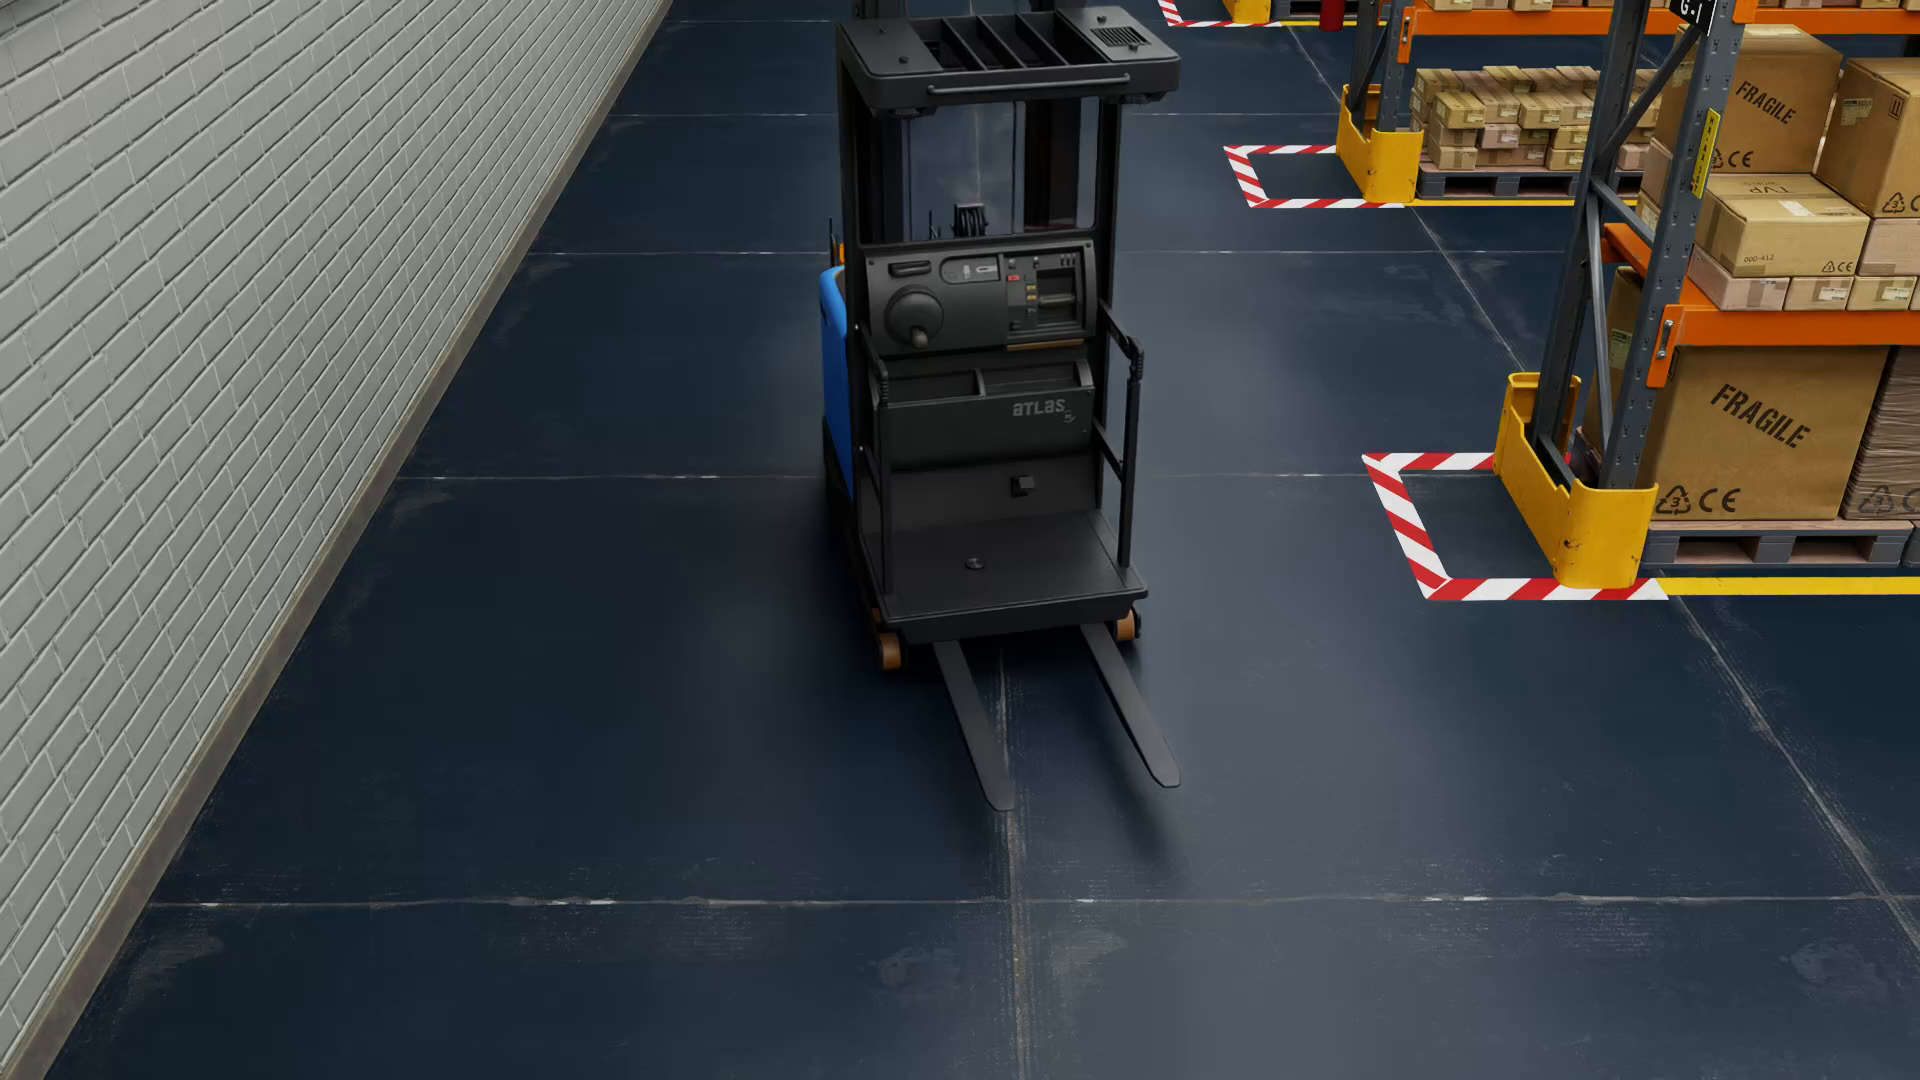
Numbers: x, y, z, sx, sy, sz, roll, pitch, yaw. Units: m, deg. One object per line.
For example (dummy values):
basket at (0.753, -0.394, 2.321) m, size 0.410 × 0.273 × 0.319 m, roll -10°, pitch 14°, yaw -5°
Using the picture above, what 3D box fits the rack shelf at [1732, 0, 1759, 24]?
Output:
rack shelf at (4.867, -2.350, 6.533) m, size 4.000 × 0.370 × 1.077 m, roll 0°, pitch 31°, yaw 0°

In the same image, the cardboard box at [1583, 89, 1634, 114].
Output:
cardboard box at (4.516, -3.020, 11.605) m, size 0.250 × 0.149 × 0.380 m, roll 1°, pitch 31°, yaw 2°

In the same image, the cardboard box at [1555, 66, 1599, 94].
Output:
cardboard box at (4.503, -3.326, 12.109) m, size 0.250 × 0.149 × 0.380 m, roll 1°, pitch 31°, yaw 2°

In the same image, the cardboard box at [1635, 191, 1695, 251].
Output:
cardboard box at (3.221, -1.434, 7.463) m, size 0.250 × 0.149 × 0.380 m, roll 0°, pitch 31°, yaw 1°

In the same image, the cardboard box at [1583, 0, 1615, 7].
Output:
cardboard box at (4.317, -3.721, 11.233) m, size 0.250 × 0.149 × 0.380 m, roll 0°, pitch 31°, yaw -1°

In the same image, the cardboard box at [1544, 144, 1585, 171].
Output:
cardboard box at (4.230, -2.730, 11.701) m, size 0.250 × 0.149 × 0.380 m, roll 0°, pitch 31°, yaw 0°

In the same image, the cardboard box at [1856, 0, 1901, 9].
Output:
cardboard box at (6.129, -3.698, 11.195) m, size 0.250 × 0.149 × 0.380 m, roll 1°, pitch 31°, yaw 2°

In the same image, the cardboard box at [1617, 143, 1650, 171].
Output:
cardboard box at (4.734, -2.736, 11.711) m, size 0.250 × 0.149 × 0.380 m, roll -2°, pitch 31°, yaw -3°

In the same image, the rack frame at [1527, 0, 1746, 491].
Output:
rack frame at (2.867, -1.369, 7.115) m, size 0.127 × 3.000 × 1.000 m, roll 0°, pitch 31°, yaw 0°

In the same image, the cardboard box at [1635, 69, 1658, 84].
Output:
cardboard box at (5.029, -3.284, 12.042) m, size 0.250 × 0.149 × 0.380 m, roll 0°, pitch 31°, yaw 0°

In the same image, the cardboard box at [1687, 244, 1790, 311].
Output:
cardboard box at (3.224, -1.092, 6.899) m, size 0.250 × 0.149 × 0.380 m, roll 0°, pitch 31°, yaw 0°

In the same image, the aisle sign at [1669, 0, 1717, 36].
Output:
aisle sign at (2.797, -2.325, 6.183) m, size 0.004 × 0.787 × 0.394 m, roll 0°, pitch 31°, yaw 0°

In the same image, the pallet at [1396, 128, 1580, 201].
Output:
pallet at (3.826, -2.734, 12.053) m, size 1.213 × 0.211 × 1.003 m, roll 0°, pitch 31°, yaw 0°

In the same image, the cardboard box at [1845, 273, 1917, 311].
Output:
cardboard box at (3.736, -1.094, 6.904) m, size 0.250 × 0.149 × 0.380 m, roll -1°, pitch 31°, yaw -1°

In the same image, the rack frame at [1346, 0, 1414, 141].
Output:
rack frame at (2.938, -3.942, 11.356) m, size 0.127 × 3.000 × 1.000 m, roll 0°, pitch 31°, yaw 0°

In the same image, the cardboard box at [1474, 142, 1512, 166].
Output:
cardboard box at (3.725, -2.782, 11.787) m, size 0.250 × 0.149 × 0.380 m, roll 0°, pitch 31°, yaw 0°

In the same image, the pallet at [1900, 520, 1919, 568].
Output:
pallet at (4.883, -0.222, 7.913) m, size 1.213 × 0.211 × 1.003 m, roll 0°, pitch 31°, yaw 0°

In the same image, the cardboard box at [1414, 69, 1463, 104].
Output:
cardboard box at (3.466, -3.290, 12.051) m, size 0.250 × 0.149 × 0.380 m, roll 0°, pitch 31°, yaw 0°

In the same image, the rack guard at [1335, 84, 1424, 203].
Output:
rack guard at (3.014, -2.874, 12.004) m, size 0.348 × 0.500 × 1.175 m, roll 0°, pitch 31°, yaw 0°

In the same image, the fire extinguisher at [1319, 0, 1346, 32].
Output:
fire extinguisher at (2.683, -3.988, 11.866) m, size 0.183 × 0.674 × 0.296 m, roll 0°, pitch 31°, yaw 0°

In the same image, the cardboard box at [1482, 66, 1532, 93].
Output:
cardboard box at (3.976, -3.328, 12.113) m, size 0.250 × 0.149 × 0.380 m, roll -1°, pitch 31°, yaw -1°

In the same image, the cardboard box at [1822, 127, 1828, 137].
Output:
cardboard box at (6.086, -2.859, 11.628) m, size 0.250 × 0.149 × 0.380 m, roll -1°, pitch 31°, yaw -2°

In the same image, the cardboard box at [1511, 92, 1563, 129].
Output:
cardboard box at (3.992, -2.980, 11.540) m, size 0.250 × 0.149 × 0.380 m, roll 0°, pitch 31°, yaw 0°

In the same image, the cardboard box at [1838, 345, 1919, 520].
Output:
cardboard box at (4.416, -0.687, 7.633) m, size 0.875 × 0.875 × 0.875 m, roll 0°, pitch 31°, yaw 0°

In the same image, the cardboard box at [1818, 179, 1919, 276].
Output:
cardboard box at (3.868, -1.299, 6.856) m, size 0.500 × 0.250 × 0.500 m, roll -1°, pitch 31°, yaw -1°

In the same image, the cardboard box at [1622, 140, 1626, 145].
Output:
cardboard box at (4.504, -2.911, 11.713) m, size 0.250 × 0.149 × 0.380 m, roll -2°, pitch 31°, yaw -3°

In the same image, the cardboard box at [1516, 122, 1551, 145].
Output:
cardboard box at (3.982, -2.917, 11.722) m, size 0.250 × 0.149 × 0.380 m, roll 0°, pitch 31°, yaw 0°

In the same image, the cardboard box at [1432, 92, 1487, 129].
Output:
cardboard box at (3.464, -2.983, 11.544) m, size 0.250 × 0.149 × 0.380 m, roll -2°, pitch 31°, yaw -3°

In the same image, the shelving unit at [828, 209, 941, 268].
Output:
shelving unit at (-0.362, -1.009, 8.257) m, size 0.503 × 1.200 × 0.258 m, roll -7°, pitch 32°, yaw -11°

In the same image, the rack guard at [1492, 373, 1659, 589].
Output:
rack guard at (2.843, -0.300, 7.763) m, size 0.348 × 0.500 × 1.175 m, roll 0°, pitch 31°, yaw 0°

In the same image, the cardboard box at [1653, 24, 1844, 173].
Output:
cardboard box at (3.352, -1.890, 7.109) m, size 0.500 × 0.500 × 0.500 m, roll 0°, pitch 31°, yaw 0°

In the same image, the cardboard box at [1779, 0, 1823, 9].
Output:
cardboard box at (5.600, -3.693, 11.188) m, size 0.250 × 0.149 × 0.380 m, roll -1°, pitch 31°, yaw -2°

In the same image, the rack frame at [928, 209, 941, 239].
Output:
rack frame at (-0.124, -1.037, 8.303) m, size 0.015 × 1.200 × 0.240 m, roll -7°, pitch 32°, yaw -11°

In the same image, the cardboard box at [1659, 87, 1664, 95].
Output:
cardboard box at (5.031, -3.047, 11.651) m, size 0.250 × 0.149 × 0.380 m, roll 0°, pitch 31°, yaw 0°

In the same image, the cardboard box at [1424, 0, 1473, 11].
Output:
cardboard box at (3.264, -3.666, 11.142) m, size 0.250 × 0.149 × 0.380 m, roll 0°, pitch 31°, yaw -1°

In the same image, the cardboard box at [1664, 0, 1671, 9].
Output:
cardboard box at (4.823, -3.697, 11.194) m, size 0.250 × 0.149 × 0.380 m, roll 1°, pitch 31°, yaw 2°

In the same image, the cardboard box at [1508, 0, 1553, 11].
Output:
cardboard box at (3.787, -3.661, 11.134) m, size 0.250 × 0.149 × 0.380 m, roll -1°, pitch 31°, yaw -2°

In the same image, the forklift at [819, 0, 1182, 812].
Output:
forklift at (0.136, -0.925, 6.449) m, size 1.130 × 2.935 × 3.031 m, roll -6°, pitch 32°, yaw -10°

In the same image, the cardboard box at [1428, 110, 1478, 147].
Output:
cardboard box at (3.463, -2.898, 11.692) m, size 0.250 × 0.149 × 0.380 m, roll 1°, pitch 31°, yaw 2°

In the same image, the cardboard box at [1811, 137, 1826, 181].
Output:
cardboard box at (3.857, -1.572, 7.308) m, size 0.500 × 0.250 × 0.500 m, roll -1°, pitch 31°, yaw -1°
